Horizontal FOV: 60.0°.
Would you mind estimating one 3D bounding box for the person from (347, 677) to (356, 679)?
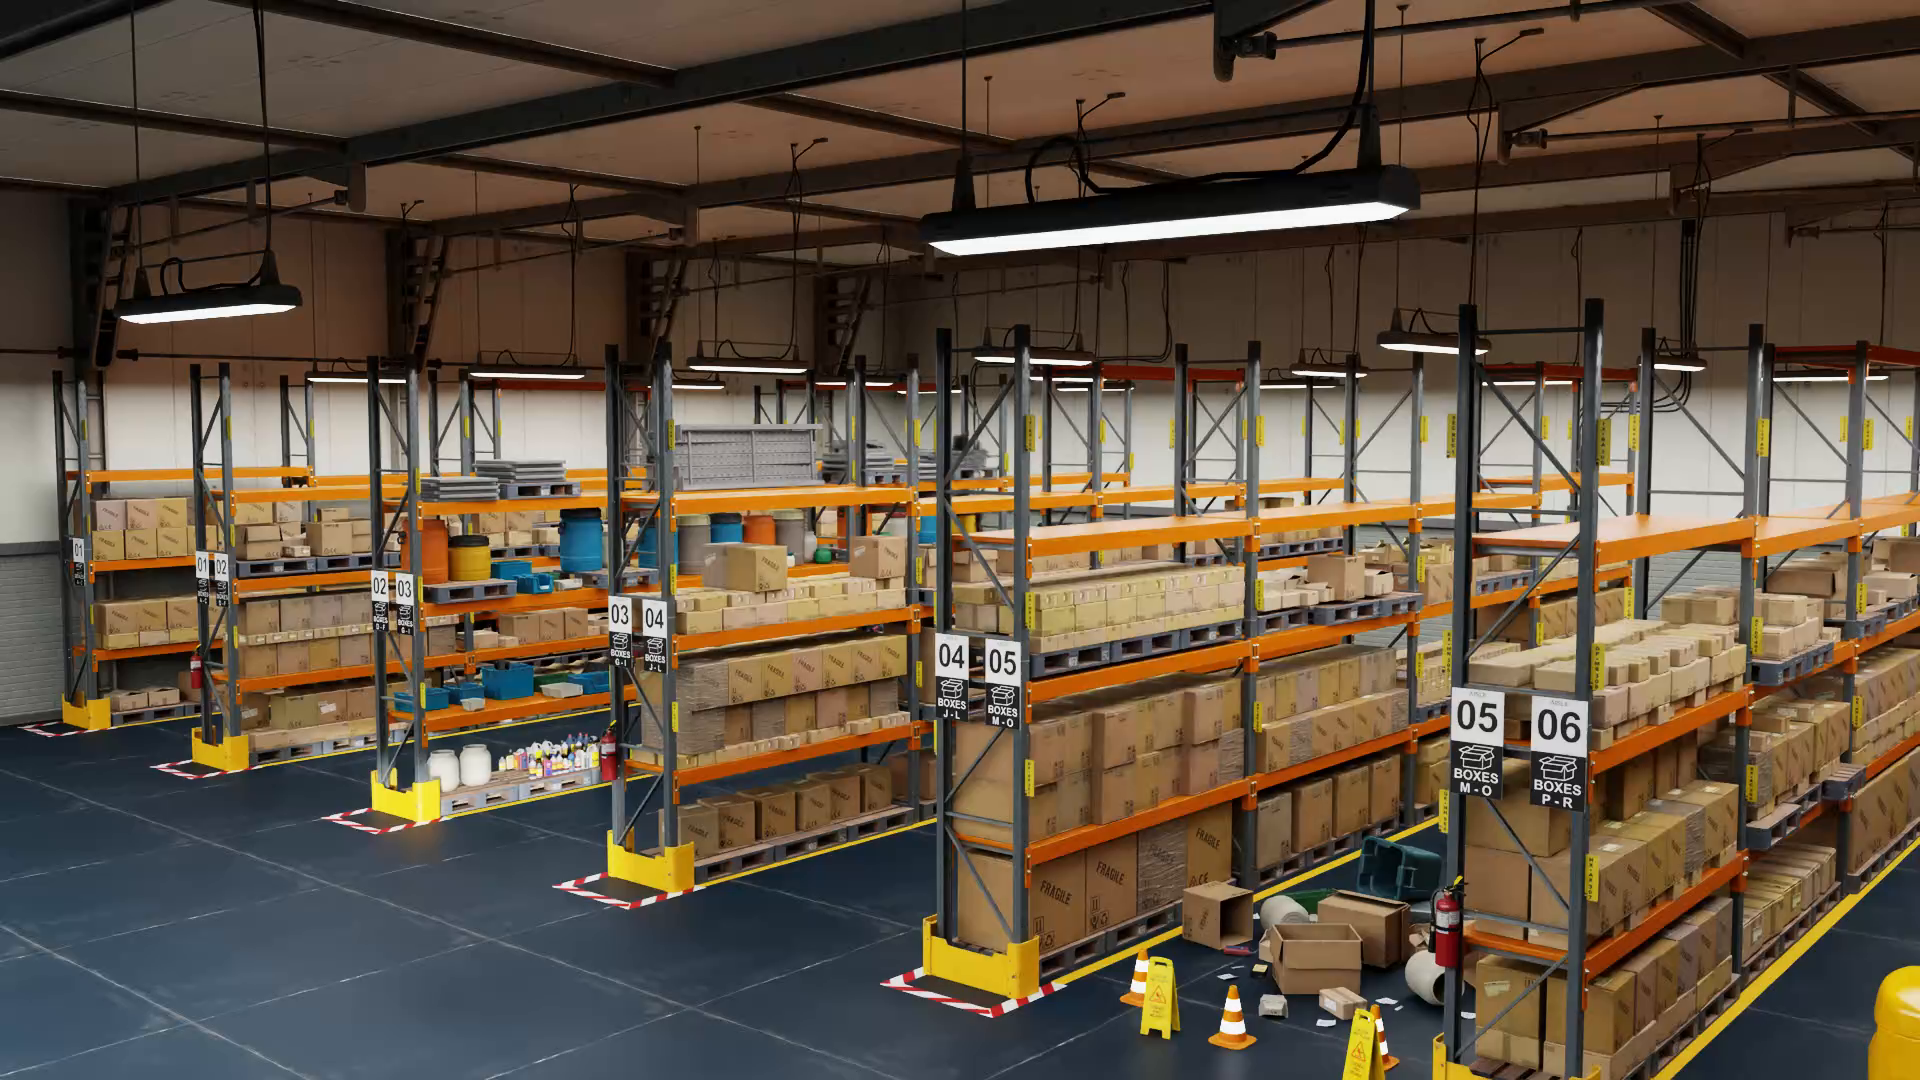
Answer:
[{"bbox_3d":[-10.586,2.218,28.935,0.684,1.738,0.981,2,4,22],"label":"person"}]
